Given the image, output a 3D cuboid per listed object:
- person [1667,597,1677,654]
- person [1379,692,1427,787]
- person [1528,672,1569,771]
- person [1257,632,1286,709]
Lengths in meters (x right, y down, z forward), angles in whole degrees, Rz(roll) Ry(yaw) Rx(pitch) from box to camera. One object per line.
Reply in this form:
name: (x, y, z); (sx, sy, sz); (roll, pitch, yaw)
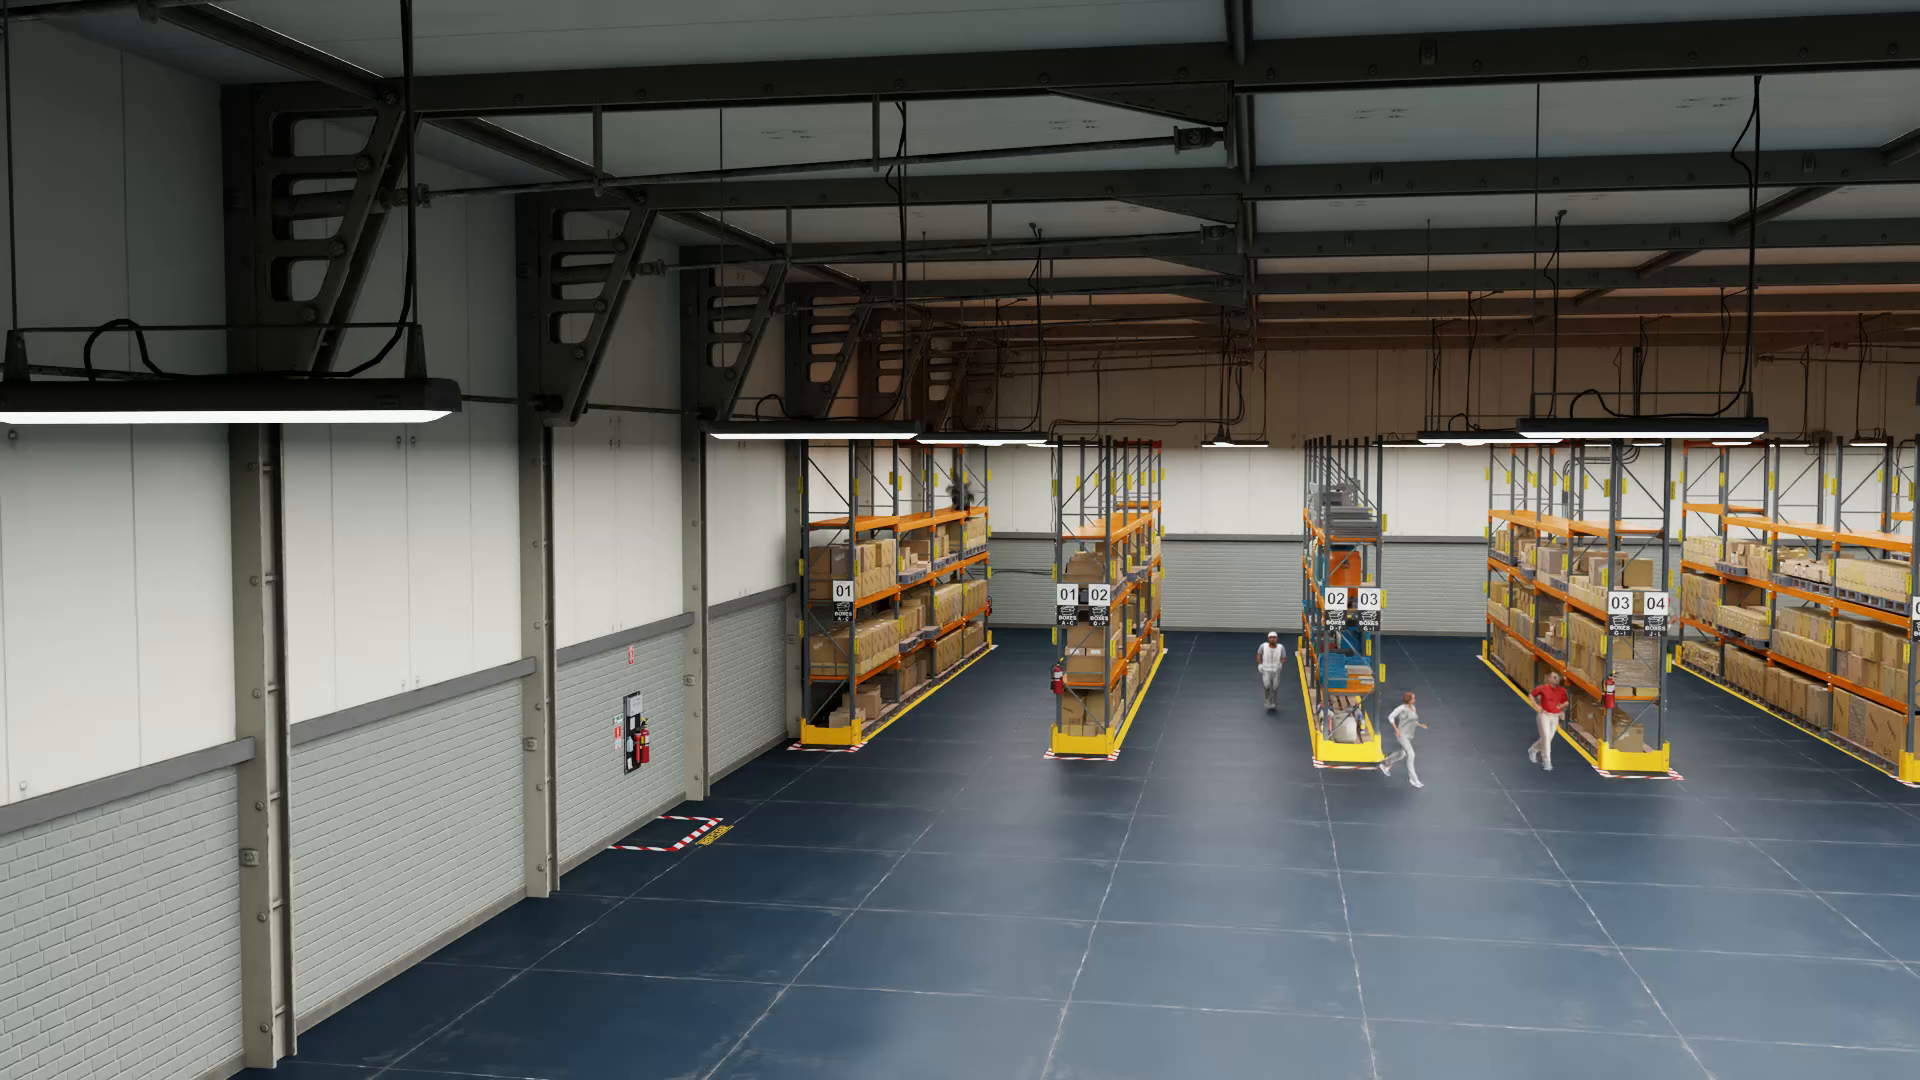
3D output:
person: (19.275, 2.387, 45.907); (0.874, 1.729, 0.806); (1, 3, 18)
person: (7.582, 3.384, 28.542); (0.880, 1.602, 0.505); (3, 4, 43)
person: (10.686, 3.257, 30.125); (0.689, 1.737, 0.915); (-1, 3, -12)
person: (6.862, 2.869, 36.573); (0.609, 1.722, 0.738); (0, 3, 5)
